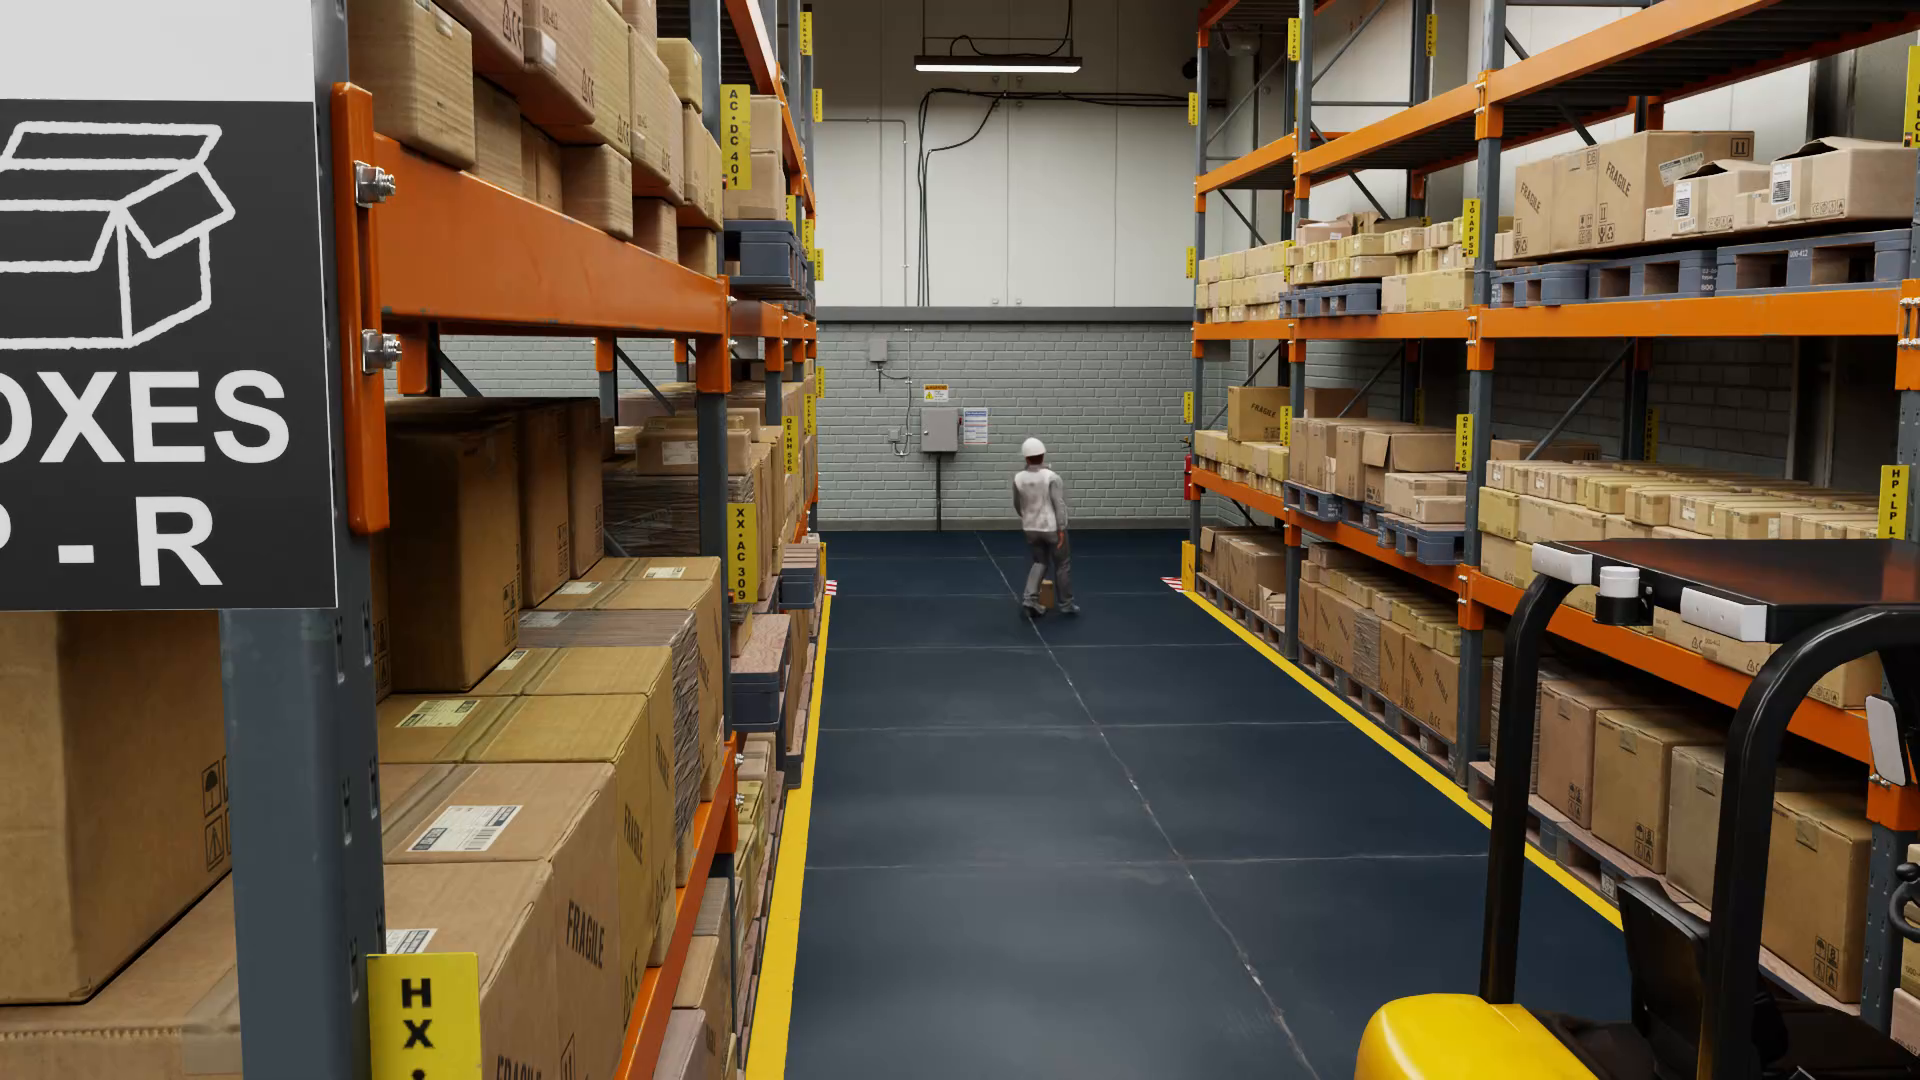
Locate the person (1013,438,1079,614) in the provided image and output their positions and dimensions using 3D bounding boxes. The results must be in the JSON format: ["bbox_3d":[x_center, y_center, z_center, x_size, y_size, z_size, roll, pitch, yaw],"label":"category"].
[{"bbox_3d":[0.846,-0.126,15.975,0.567,1.729,0.779,4,8,27],"label":"person"}]
